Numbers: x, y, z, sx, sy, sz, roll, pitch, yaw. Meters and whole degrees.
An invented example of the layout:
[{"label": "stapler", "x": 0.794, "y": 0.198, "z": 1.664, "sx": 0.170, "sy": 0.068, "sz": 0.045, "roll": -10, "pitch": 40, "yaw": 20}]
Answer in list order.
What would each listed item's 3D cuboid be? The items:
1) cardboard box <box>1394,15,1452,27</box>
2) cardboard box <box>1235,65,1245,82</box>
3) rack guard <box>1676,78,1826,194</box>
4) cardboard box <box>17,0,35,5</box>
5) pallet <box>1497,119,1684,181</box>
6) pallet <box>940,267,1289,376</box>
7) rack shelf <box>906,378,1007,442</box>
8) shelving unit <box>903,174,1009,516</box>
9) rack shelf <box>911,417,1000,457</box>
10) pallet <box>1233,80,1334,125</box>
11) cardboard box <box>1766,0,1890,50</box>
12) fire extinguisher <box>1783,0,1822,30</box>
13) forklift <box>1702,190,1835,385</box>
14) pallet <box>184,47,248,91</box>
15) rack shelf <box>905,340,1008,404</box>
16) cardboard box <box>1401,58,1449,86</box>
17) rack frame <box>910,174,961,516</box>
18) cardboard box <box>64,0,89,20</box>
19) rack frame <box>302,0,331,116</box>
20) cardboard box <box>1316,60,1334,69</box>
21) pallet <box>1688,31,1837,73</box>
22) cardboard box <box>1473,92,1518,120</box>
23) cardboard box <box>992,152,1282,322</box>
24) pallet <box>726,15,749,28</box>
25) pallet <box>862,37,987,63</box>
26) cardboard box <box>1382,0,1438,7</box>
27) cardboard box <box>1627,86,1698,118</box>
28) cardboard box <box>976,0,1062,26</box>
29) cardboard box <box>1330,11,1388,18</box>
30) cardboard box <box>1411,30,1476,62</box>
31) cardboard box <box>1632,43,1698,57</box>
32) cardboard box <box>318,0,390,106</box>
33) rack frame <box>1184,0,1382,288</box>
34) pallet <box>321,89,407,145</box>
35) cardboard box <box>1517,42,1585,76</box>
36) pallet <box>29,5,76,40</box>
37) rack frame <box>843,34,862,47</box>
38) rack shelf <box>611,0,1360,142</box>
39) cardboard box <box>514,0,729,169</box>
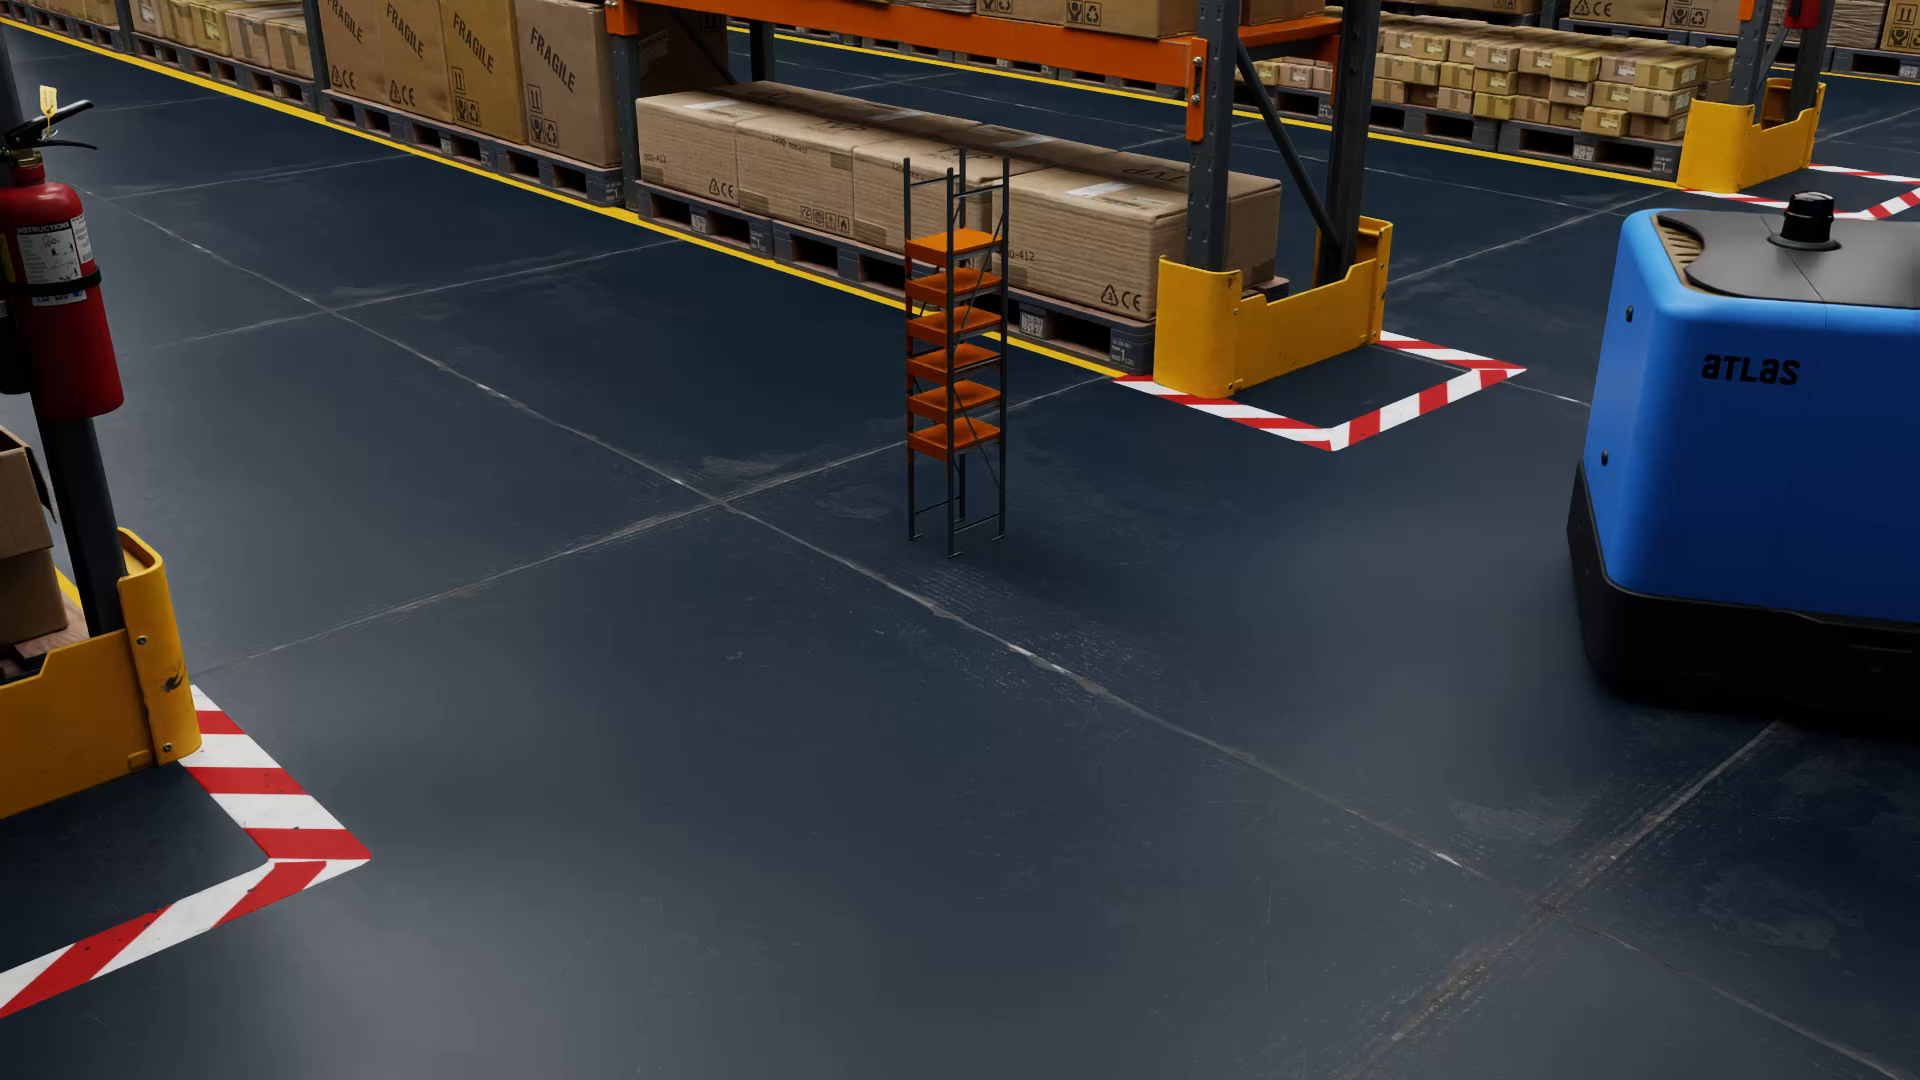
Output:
[{"label": "cardboard box", "x": 3.267, "y": -3.603, "z": 11.746, "sx": 0.250, "sy": 0.149, "sz": 0.380, "roll": 22, "pitch": 32, "yaw": 39}, {"label": "cardboard box", "x": 2.096, "y": -3.461, "z": 12.152, "sx": 0.250, "sy": 0.149, "sz": 0.380, "roll": 22, "pitch": 33, "yaw": 40}, {"label": "rack guard", "x": 4.764, "y": -2.442, "z": 10.002, "sx": 1.175, "sy": 0.500, "sz": 0.348, "roll": -21, "pitch": 32, "yaw": -38}, {"label": "cardboard box", "x": -8.972, "y": -5.430, "z": 16.345, "sx": 0.500, "sy": 0.250, "sz": 0.500, "roll": -20, "pitch": 31, "yaw": -37}, {"label": "pallet", "x": 4.234, "y": -2.567, "z": 10.623, "sx": 1.003, "sy": 0.211, "sz": 1.213, "roll": -21, "pitch": 32, "yaw": -38}, {"label": "pallet", "x": 0.668, "y": -1.073, "z": 7.348, "sx": 1.003, "sy": 0.211, "sz": 1.213, "roll": -21, "pitch": 32, "yaw": -38}, {"label": "rack shelf", "x": -0.010, "y": -0.401, "z": 5.079, "sx": 0.258, "sy": 0.103, "sz": 0.180, "roll": -21, "pitch": 32, "yaw": -38}, {"label": "shelving unit", "x": -0.011, "y": -0.551, "z": 5.011, "sx": 0.258, "sy": 1.046, "sz": 0.183, "roll": -21, "pitch": 32, "yaw": -38}, {"label": "rack shelf", "x": -0.010, "y": -0.316, "z": 5.117, "sx": 0.221, "sy": 0.034, "sz": 0.171, "roll": -21, "pitch": 32, "yaw": -38}, {"label": "pallet", "x": 2.566, "y": -3.306, "z": 12.243, "sx": 1.003, "sy": 0.211, "sz": 1.213, "roll": -21, "pitch": 32, "yaw": -38}, {"label": "cardboard box", "x": 7.387, "y": -4.604, "z": 13.783, "sx": 0.875, "sy": 0.875, "sz": 0.875, "roll": -21, "pitch": 32, "yaw": -38}, {"label": "fire extinguisher", "x": 4.651, "y": -3.145, "z": 9.071, "sx": 0.296, "sy": 0.674, "sz": 0.183, "roll": -21, "pitch": 32, "yaw": -38}, {"label": "forklift", "x": 10.180, "y": -9.051, "z": 14.247, "sx": 9.785, "sy": 9.000, "sz": 29.450, "roll": 6, "pitch": 25, "yaw": 13}, {"label": "pallet", "x": -5.559, "y": -3.884, "z": 13.509, "sx": 1.003, "sy": 0.211, "sz": 1.213, "roll": -21, "pitch": 32, "yaw": -38}, {"label": "rack shelf", "x": -0.010, "y": -0.510, "z": 5.029, "sx": 0.258, "sy": 0.103, "sz": 0.180, "roll": -21, "pitch": 32, "yaw": -38}, {"label": "cardboard box", "x": 3.157, "y": -3.134, "z": 11.075, "sx": 0.380, "sy": 0.149, "sz": 0.250, "roll": -21, "pitch": 32, "yaw": -38}, {"label": "rack frame", "x": -0.073, "y": -0.578, "z": 5.071, "sx": 0.228, "sy": 1.046, "sz": 0.002, "roll": -21, "pitch": 32, "yaw": -38}, {"label": "cardboard box", "x": -7.902, "y": -4.959, "z": 15.313, "sx": 0.500, "sy": 0.250, "sz": 0.500, "roll": -22, "pitch": 33, "yaw": -40}, {"label": "rack frame", "x": -4.197, "y": -4.546, "z": 11.600, "sx": 1.000, "sy": 3.000, "sz": 0.127, "roll": -21, "pitch": 32, "yaw": -38}, {"label": "cardboard box", "x": 2.710, "y": -3.400, "z": 11.659, "sx": 0.250, "sy": 0.149, "sz": 0.380, "roll": 22, "pitch": 32, "yaw": 39}, {"label": "pallet", "x": 7.072, "y": -4.254, "z": 14.321, "sx": 1.003, "sy": 0.211, "sz": 1.213, "roll": -21, "pitch": 32, "yaw": -38}, {"label": "cardboard box", "x": 3.538, "y": -2.835, "z": 10.780, "sx": 0.250, "sy": 0.149, "sz": 0.380, "roll": 22, "pitch": 33, "yaw": 39}, {"label": "cardboard box", "x": 0.747, "y": -1.319, "z": 7.108, "sx": 0.875, "sy": 0.438, "sz": 0.875, "roll": 22, "pitch": 33, "yaw": 40}, {"label": "pallet", "x": -1.966, "y": -5.341, "z": 16.704, "sx": 1.003, "sy": 0.211, "sz": 1.213, "roll": -21, "pitch": 32, "yaw": -38}, {"label": "pallet", "x": -0.119, "y": -4.475, "z": 14.804, "sx": 1.003, "sy": 0.211, "sz": 1.213, "roll": -21, "pitch": 32, "yaw": -38}, {"label": "cardboard box", "x": 4.708, "y": -5.828, "z": 16.465, "sx": 0.875, "sy": 0.875, "sz": 1.225, "roll": 22, "pitch": 33, "yaw": 40}, {"label": "cardboard box", "x": 4.247, "y": -2.665, "z": 10.048, "sx": 0.380, "sy": 0.149, "sz": 0.250, "roll": -22, "pitch": 33, "yaw": -40}, {"label": "cardboard box", "x": 0.416, "y": -2.395, "z": 6.765, "sx": 0.500, "sy": 0.500, "sz": 0.500, "roll": -22, "pitch": 33, "yaw": -39}, {"label": "cardboard box", "x": 2.894, "y": -3.760, "z": 12.089, "sx": 0.380, "sy": 0.149, "sz": 0.250, "roll": -22, "pitch": 32, "yaw": -39}, {"label": "cardboard box", "x": 3.215, "y": -3.289, "z": 11.058, "sx": 0.380, "sy": 0.149, "sz": 0.250, "roll": -21, "pitch": 32, "yaw": -38}, {"label": "cardboard box", "x": 4.429, "y": -3.026, "z": 10.481, "sx": 0.380, "sy": 0.149, "sz": 0.250, "roll": -21, "pitch": 32, "yaw": -38}, {"label": "cardboard box", "x": -3.785, "y": -3.537, "z": 11.443, "sx": 0.875, "sy": 0.875, "sz": 0.875, "roll": -22, "pitch": 32, "yaw": -39}, {"label": "rack frame", "x": 1.271, "y": -2.122, "z": 6.287, "sx": 1.000, "sy": 3.000, "sz": 0.127, "roll": -21, "pitch": 32, "yaw": -38}, {"label": "pallet", "x": -3.713, "y": -3.017, "z": 11.608, "sx": 1.003, "sy": 0.211, "sz": 1.213, "roll": -21, "pitch": 32, "yaw": -38}, {"label": "cardboard box", "x": 3.738, "y": -3.041, "z": 10.514, "sx": 0.250, "sy": 0.149, "sz": 0.380, "roll": 22, "pitch": 33, "yaw": 40}, {"label": "pallet", "x": -8.254, "y": -5.052, "z": 16.070, "sx": 1.003, "sy": 0.211, "sz": 1.213, "roll": -21, "pitch": 32, "yaw": -38}, {"label": "rack frame", "x": -1.542, "y": -7.880, "z": 18.910, "sx": 5.960, "sy": 3.000, "sz": 8.026, "roll": -21, "pitch": 32, "yaw": -38}, {"label": "rack shelf", "x": -0.096, "y": -2.400, "z": 7.765, "sx": 1.077, "sy": 0.370, "sz": 4.000, "roll": -21, "pitch": 32, "yaw": -38}, {"label": "cardboard box", "x": -1.945, "y": -2.723, "z": 9.659, "sx": 0.875, "sy": 0.875, "sz": 0.875, "roll": -20, "pitch": 31, "yaw": -37}]
